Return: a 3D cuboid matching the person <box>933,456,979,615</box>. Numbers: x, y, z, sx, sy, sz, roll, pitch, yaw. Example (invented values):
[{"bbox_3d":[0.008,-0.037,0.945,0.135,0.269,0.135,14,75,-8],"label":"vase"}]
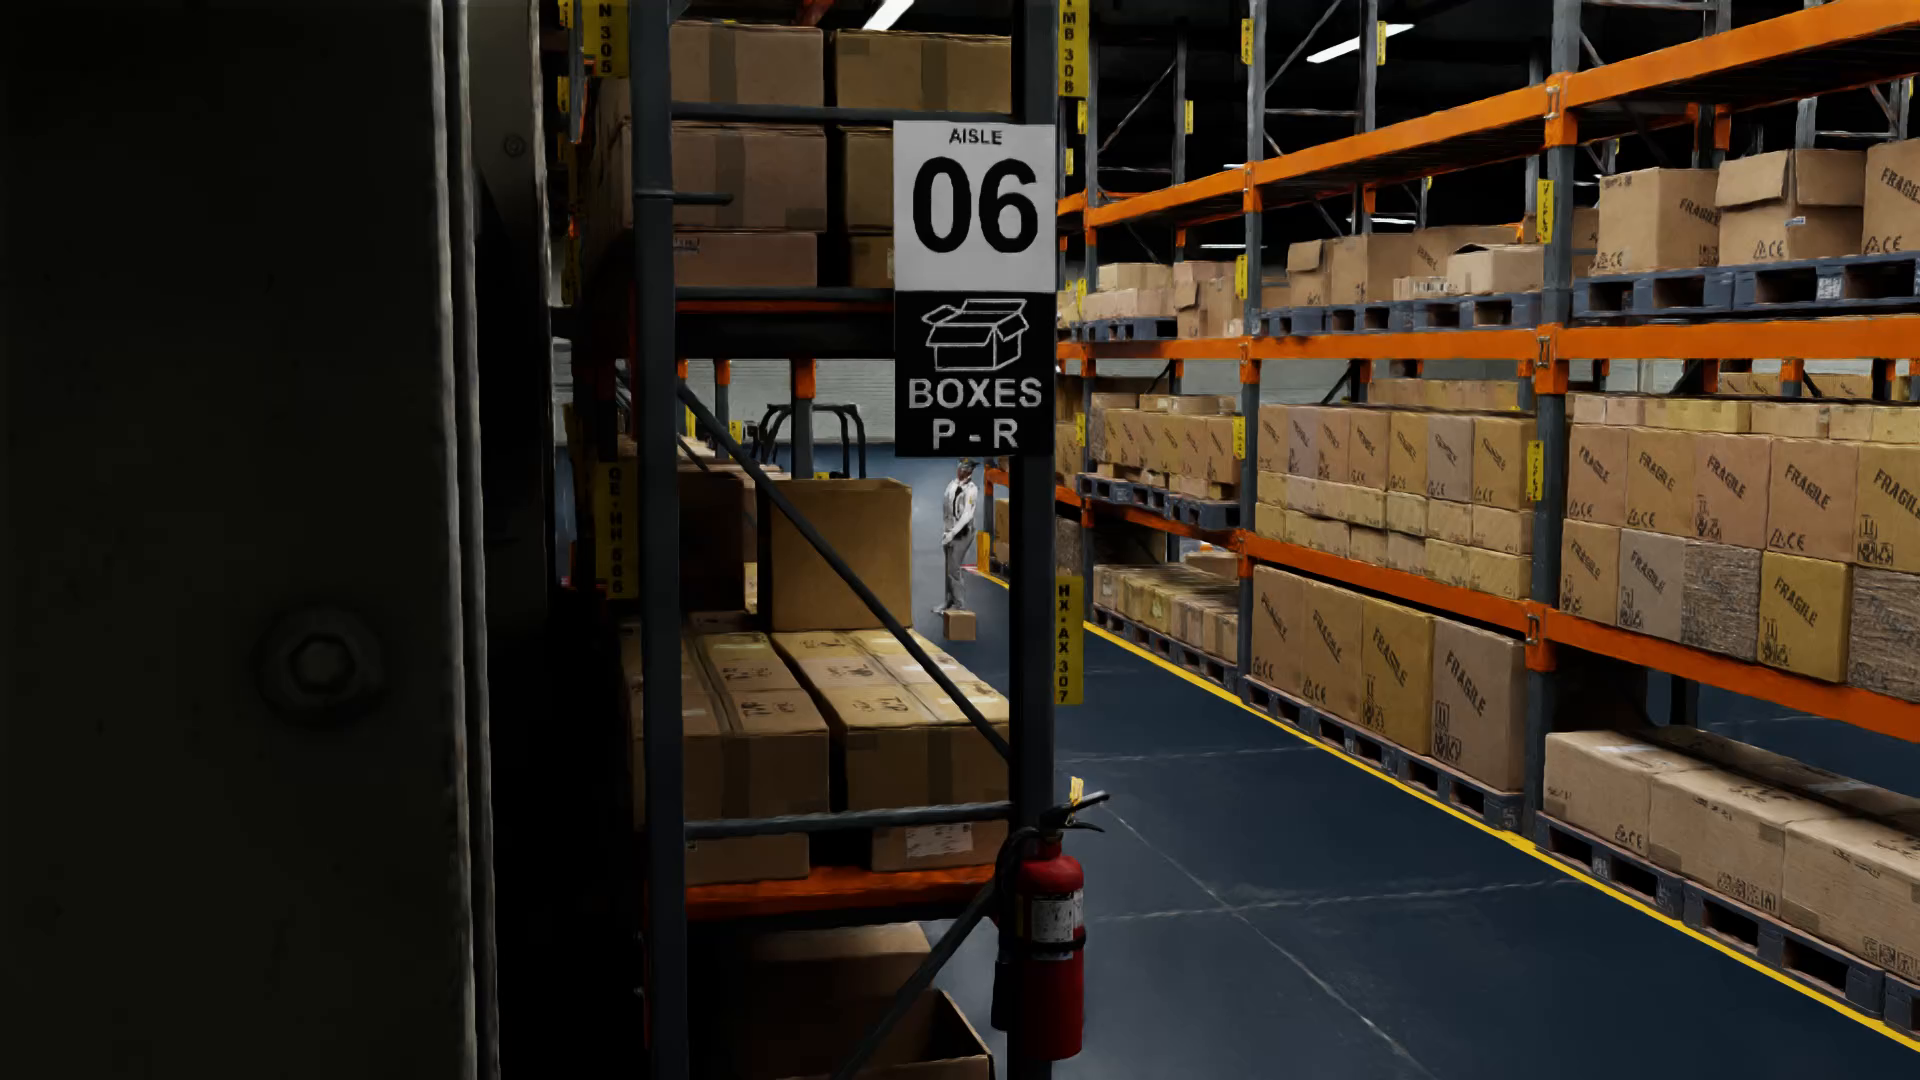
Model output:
[{"bbox_3d":[-0.046,-0.052,17.187,0.429,1.668,0.556,-3,7,-29],"label":"person"}]
